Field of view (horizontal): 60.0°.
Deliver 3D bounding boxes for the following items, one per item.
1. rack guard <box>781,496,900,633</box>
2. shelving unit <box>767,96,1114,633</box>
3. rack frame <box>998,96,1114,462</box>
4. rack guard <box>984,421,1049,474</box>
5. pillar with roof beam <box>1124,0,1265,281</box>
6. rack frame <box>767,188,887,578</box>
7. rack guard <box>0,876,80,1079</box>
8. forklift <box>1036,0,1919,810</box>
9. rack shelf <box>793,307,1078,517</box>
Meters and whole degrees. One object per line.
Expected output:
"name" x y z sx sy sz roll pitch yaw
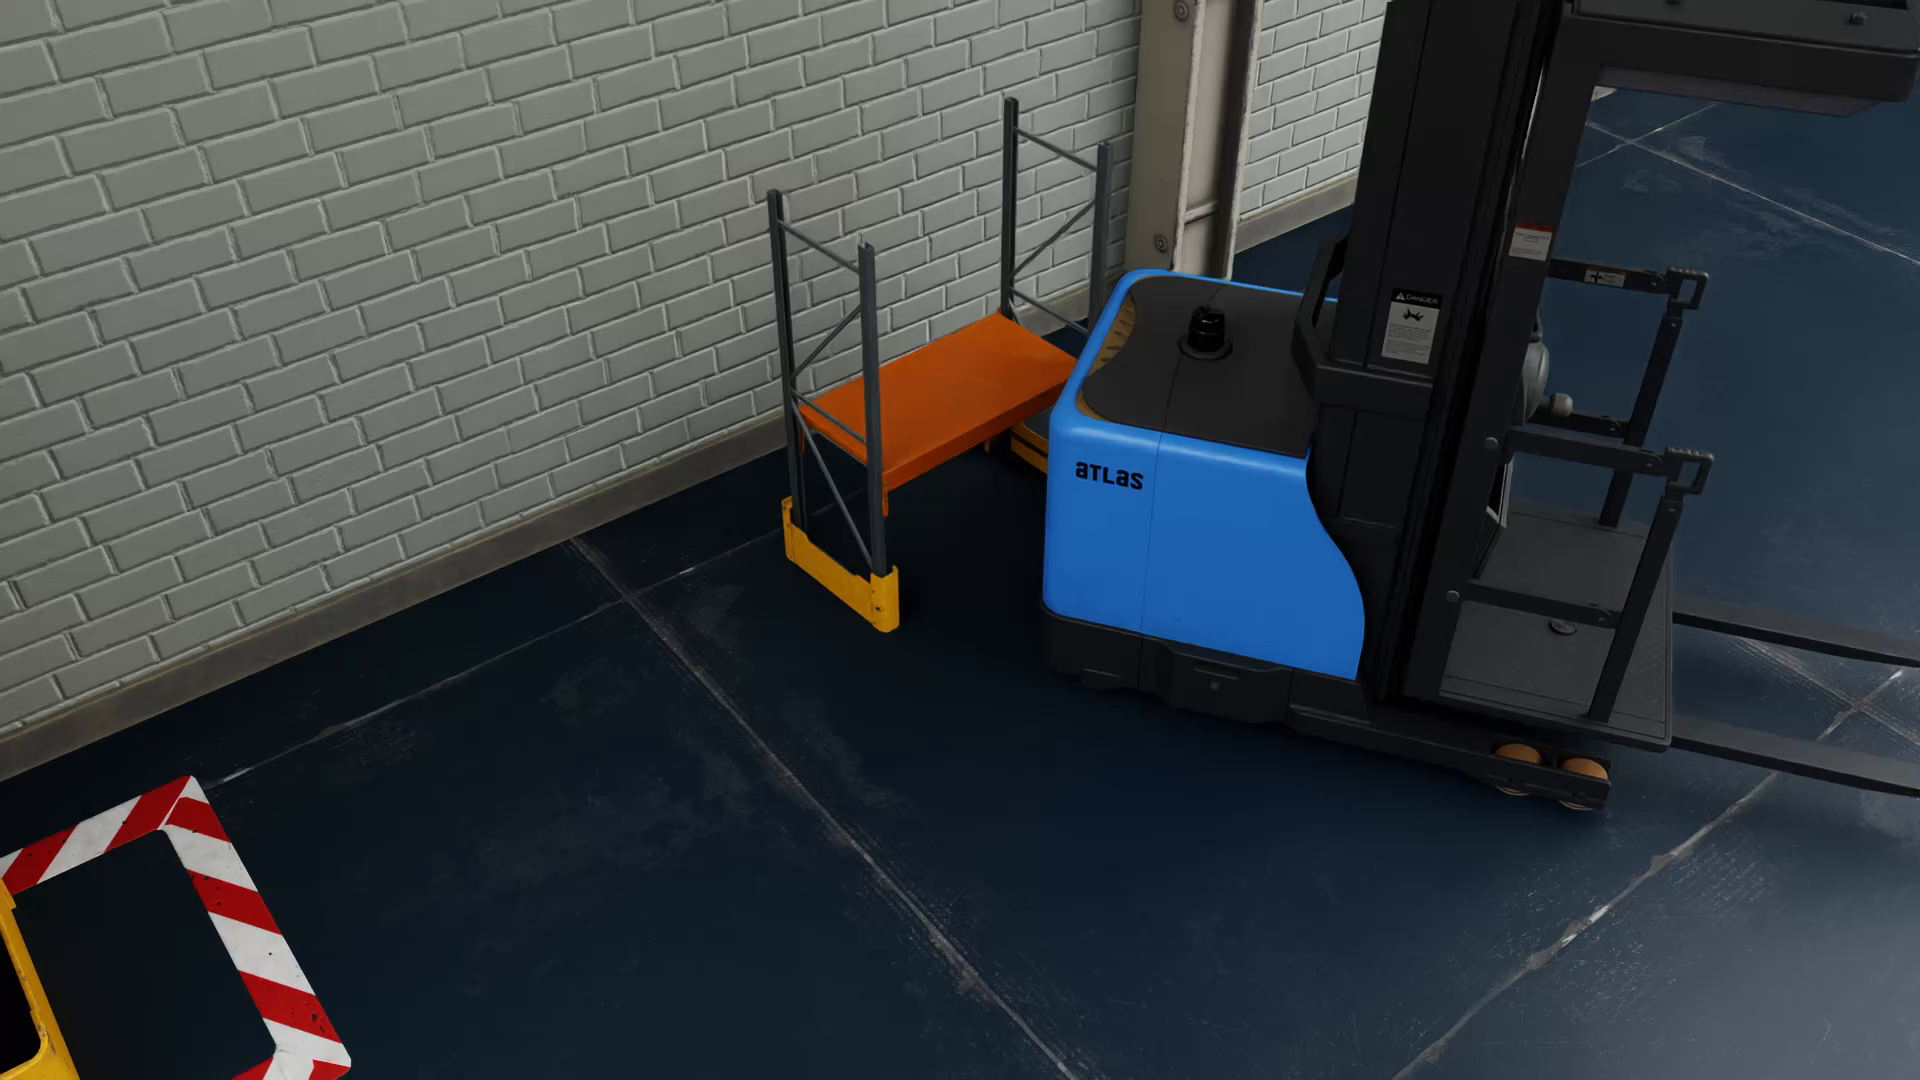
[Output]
"rack guard" -0.430 0.079 5.956 0.087 0.250 0.587 -29 48 -31
"shelving unit" -0.058 -0.614 5.816 1.083 1.500 0.587 -29 48 -31
"rack frame" 0.329 -0.832 6.081 0.032 1.500 0.500 -29 48 -31
"rack guard" 0.315 -0.340 6.468 0.087 0.250 0.587 -29 48 -31
"pillar with roof beam" 3.608 -2.422 2.107 0.400 9.000 9.100 -26 46 -28
"rack frame" -0.431 -0.404 5.559 0.032 1.500 0.500 -29 48 -31
"rack guard" -2.652 1.193 4.402 0.348 0.500 1.175 -26 46 -28
"forklift" 1.833 -0.667 4.752 3.031 2.935 1.130 12 41 14
"rack shelf" -0.051 -0.479 5.934 1.000 0.185 0.538 -29 48 -31
